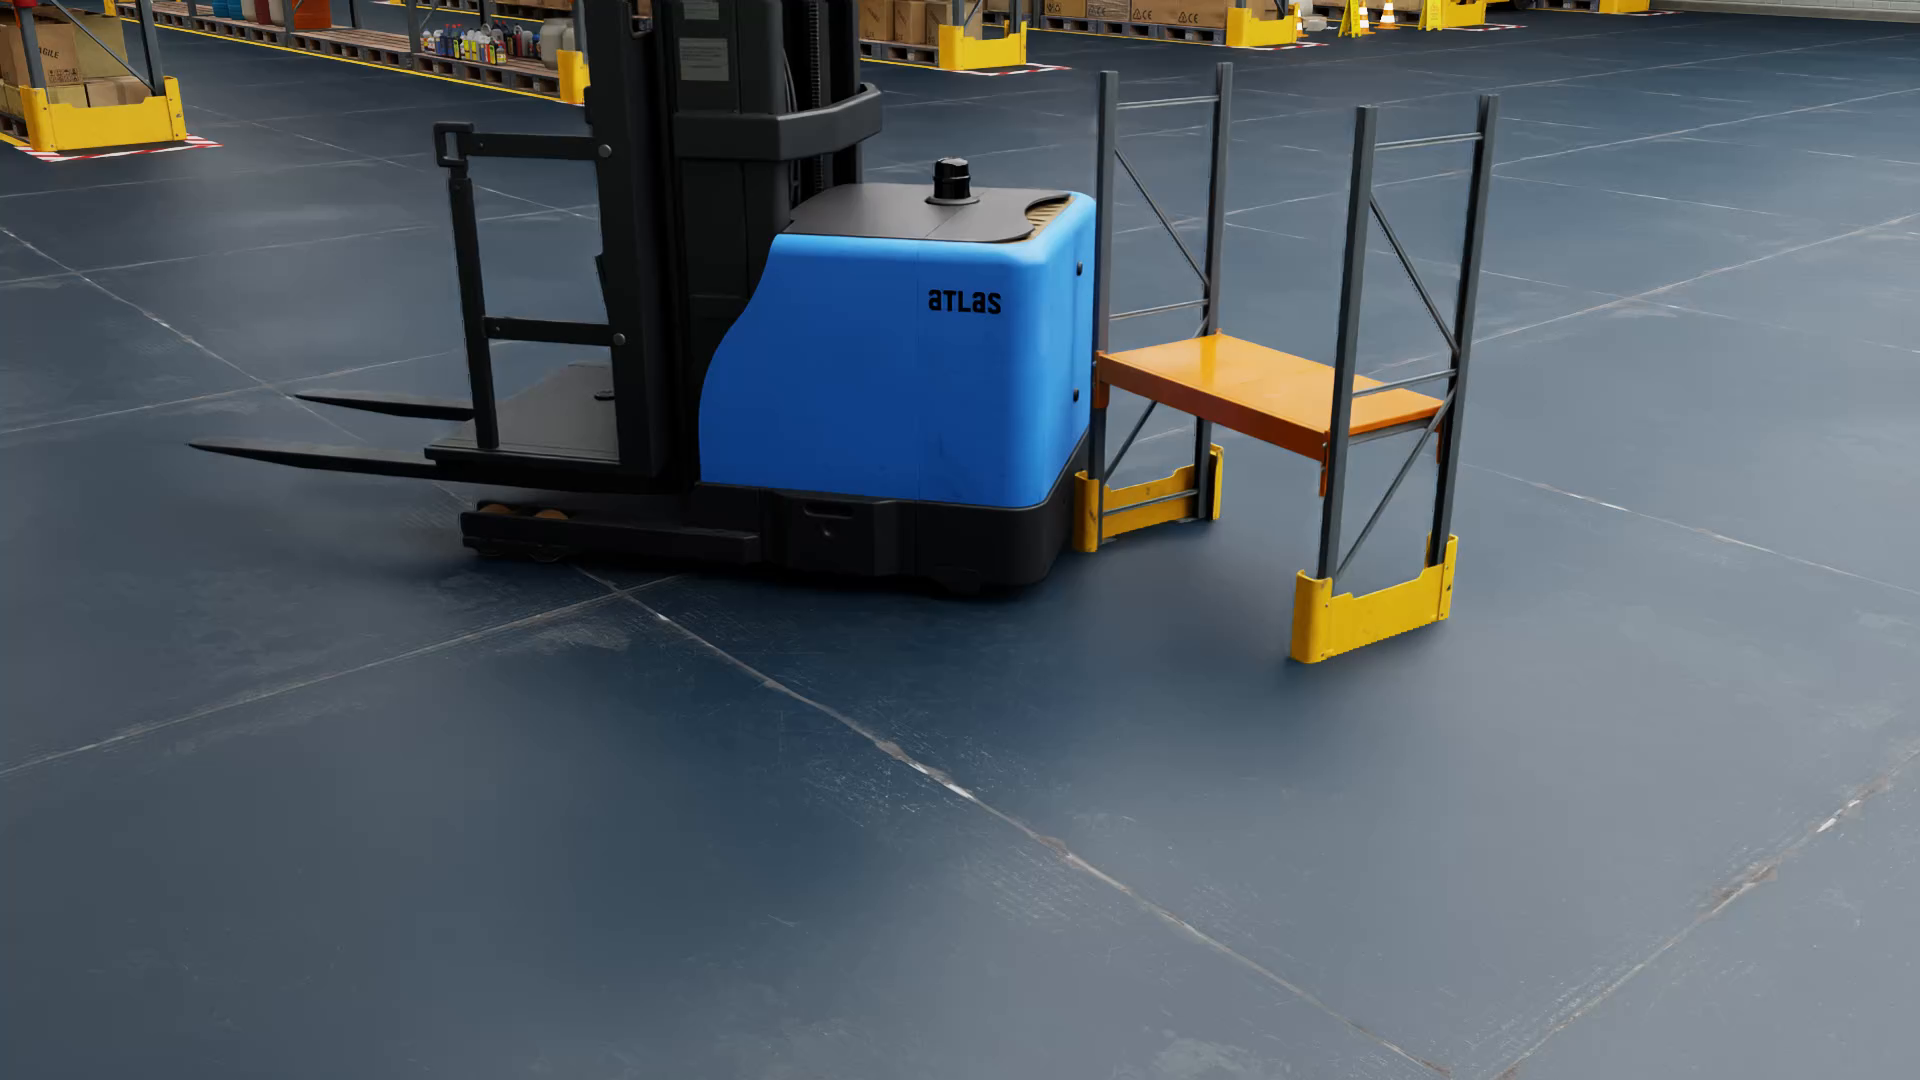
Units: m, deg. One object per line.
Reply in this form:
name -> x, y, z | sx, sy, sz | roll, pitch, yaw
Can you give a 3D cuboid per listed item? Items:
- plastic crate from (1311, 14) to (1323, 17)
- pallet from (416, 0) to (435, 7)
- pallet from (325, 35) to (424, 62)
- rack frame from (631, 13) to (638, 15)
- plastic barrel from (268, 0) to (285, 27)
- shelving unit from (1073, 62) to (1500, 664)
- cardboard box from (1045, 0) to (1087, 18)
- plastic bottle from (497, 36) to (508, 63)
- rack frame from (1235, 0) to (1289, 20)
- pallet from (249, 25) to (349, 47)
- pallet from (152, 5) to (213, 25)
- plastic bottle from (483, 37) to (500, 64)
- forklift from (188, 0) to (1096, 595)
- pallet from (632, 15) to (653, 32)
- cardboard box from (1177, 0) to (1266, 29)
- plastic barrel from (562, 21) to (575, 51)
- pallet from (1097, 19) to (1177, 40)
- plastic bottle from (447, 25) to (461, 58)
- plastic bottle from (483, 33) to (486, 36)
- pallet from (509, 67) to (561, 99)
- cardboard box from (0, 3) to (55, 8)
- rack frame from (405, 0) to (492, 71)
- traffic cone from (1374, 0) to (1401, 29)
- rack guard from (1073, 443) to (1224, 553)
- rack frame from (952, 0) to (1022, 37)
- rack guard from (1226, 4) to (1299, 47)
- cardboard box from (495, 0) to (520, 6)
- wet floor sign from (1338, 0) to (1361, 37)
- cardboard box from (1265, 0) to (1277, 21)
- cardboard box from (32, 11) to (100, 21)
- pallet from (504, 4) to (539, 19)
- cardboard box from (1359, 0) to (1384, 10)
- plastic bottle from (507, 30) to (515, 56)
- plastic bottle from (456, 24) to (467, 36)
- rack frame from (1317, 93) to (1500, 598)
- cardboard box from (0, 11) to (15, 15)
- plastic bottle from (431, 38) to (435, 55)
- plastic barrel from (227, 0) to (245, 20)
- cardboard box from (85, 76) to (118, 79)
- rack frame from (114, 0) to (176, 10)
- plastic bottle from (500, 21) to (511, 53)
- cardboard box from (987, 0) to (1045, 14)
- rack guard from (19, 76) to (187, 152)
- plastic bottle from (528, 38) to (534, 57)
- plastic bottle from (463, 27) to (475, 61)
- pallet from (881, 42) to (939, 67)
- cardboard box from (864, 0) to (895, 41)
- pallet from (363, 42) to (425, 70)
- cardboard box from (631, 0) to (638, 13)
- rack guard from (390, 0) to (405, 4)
plastic crate -> 5.627, -8.583, 27.287 | 0.583, 0.080, 0.402 | 12, 24, 27
pallet -> -9.536, -10.027, 30.794 | 1.003, 0.211, 1.213 | -17, 27, -37
pallet -> -7.379, -6.279, 21.227 | 1.003, 0.211, 1.213 | -17, 27, -37
rack frame -> -4.895, -9.317, 25.159 | 1.000, 3.000, 0.127 | -17, 27, -37
plastic barrel -> -9.416, -7.441, 23.204 | 0.421, 0.512, 0.421 | 0, 21, 0
shelving unit -> 0.905, -0.574, 4.893 | 0.587, 1.500, 1.083 | -14, 25, -31
cardboard box -> 1.897, -8.380, 25.105 | 0.875, 0.875, 0.875 | -17, 27, -37
plastic bottle -> -5.020, -5.372, 18.209 | 0.061, 0.283, 0.133 | -17, 27, -37
rack frame -> 4.150, -8.260, 22.459 | 1.000, 3.000, 0.127 | -17, 27, -37
pallet -> -9.194, -7.047, 23.188 | 1.003, 0.211, 1.213 | -17, 27, -37
pallet -> -12.568, -8.476, 26.835 | 1.003, 0.211, 1.213 | -17, 27, -37
plastic bottle -> -5.100, -5.343, 18.145 | 0.152, 0.276, 0.135 | -17, 27, -37
forklift -> -1.109, -1.473, 5.225 | 3.031, 2.935, 1.130 | 5, 22, 13
pallet -> -4.386, -7.802, 25.115 | 1.003, 0.211, 1.213 | -17, 27, -37
cardboard box -> 3.658, -7.637, 23.208 | 0.875, 0.875, 0.875 | -17, 27, -37
plastic barrel -> -3.913, -5.128, 17.300 | 0.421, 0.512, 0.421 | 0, 21, 0
pallet -> 2.777, -7.500, 24.344 | 1.003, 0.211, 1.213 | -17, 27, -37
plastic bottle -> -5.701, -5.630, 18.775 | 0.144, 0.351, 0.185 | -19, 28, -40
plastic bottle -> -5.327, -5.520, 18.596 | 0.152, 0.276, 0.135 | -17, 27, -37
pallet -> -4.037, -4.865, 17.615 | 1.003, 0.211, 1.213 | -17, 27, -37
cardboard box -> -9.006, -4.902, 16.053 | 0.500, 0.500, 0.500 | -17, 27, -37
rack frame -> -6.036, -7.033, 19.327 | 1.000, 3.000, 0.127 | -17, 27, -37
traffic cone -> 6.576, -8.096, 25.521 | 0.336, 0.463, 0.334 | -17, 27, -37
rack guard -> 0.627, -0.143, 5.505 | 0.587, 0.250, 0.087 | -14, 25, -31
rack frame -> 0.327, -7.107, 19.516 | 1.000, 3.000, 0.127 | -17, 27, -37
rack guard -> 4.166, -7.089, 22.898 | 1.175, 0.500, 0.348 | -17, 27, -37
cardboard box -> -7.073, -9.456, 27.852 | 1.225, 0.875, 0.875 | -17, 27, -37
wet floor sign -> 5.669, -7.627, 24.071 | 0.232, 0.644, 0.267 | 17, 27, 36
cardboard box -> 4.770, -8.186, 25.694 | 0.637, 0.503, 0.797 | 3, 22, 9
cardboard box -> -8.026, -4.488, 14.995 | 0.500, 0.500, 0.500 | -17, 27, -37
pallet -> -6.945, -8.928, 27.990 | 1.003, 0.211, 1.213 | -17, 27, -37
cardboard box -> 6.771, -8.685, 26.741 | 0.500, 0.250, 0.500 | -17, 27, -37
plastic bottle -> -5.122, -5.690, 19.019 | 0.061, 0.283, 0.133 | -17, 27, -37
plastic bottle -> -5.715, -5.717, 18.996 | 0.144, 0.351, 0.185 | -17, 27, -37
rack frame -> 1.195, -0.418, 4.494 | 0.500, 1.500, 0.032 | -14, 25, -31
cardboard box -> -8.745, -4.502, 15.033 | 0.500, 0.500, 0.500 | -17, 27, -37
plastic bottle -> -6.028, -5.686, 19.122 | 0.097, 0.201, 0.097 | 0, 21, 0
plastic barrel -> -10.454, -8.112, 24.382 | 0.600, 0.901, 0.708 | -17, 27, -37
cardboard box -> -7.691, -4.003, 14.786 | 0.500, 0.250, 0.500 | -17, 27, -37
rack frame -> -13.869, -10.348, 27.792 | 1.000, 3.000, 0.127 | -17, 27, -37
plastic bottle -> -5.272, -5.842, 19.315 | 0.144, 0.351, 0.185 | -19, 28, -40
cardboard box -> 1.066, -8.663, 25.997 | 1.050, 0.750, 0.750 | -18, 27, -38
rack guard -> -7.165, -3.579, 13.936 | 1.175, 0.500, 0.348 | -17, 27, -37
plastic bottle -> -4.861, -5.611, 18.931 | 0.097, 0.201, 0.097 | 0, 21, 0
plastic bottle -> -5.423, -5.513, 18.475 | 0.144, 0.351, 0.185 | -18, 27, -38
pallet -> -0.226, -6.062, 20.672 | 1.003, 0.211, 1.213 | -17, 27, -37
cardboard box -> -0.879, -6.649, 21.200 | 0.500, 0.500, 0.500 | -14, 26, -33
pallet -> -6.578, -5.942, 20.366 | 1.003, 0.211, 1.213 | -17, 27, -37
cardboard box -> -5.330, -8.719, 25.969 | 1.225, 0.875, 0.875 | -19, 28, -40
rack guard -> -10.133, -10.370, 31.275 | 1.175, 0.500, 0.348 | -17, 27, -37
